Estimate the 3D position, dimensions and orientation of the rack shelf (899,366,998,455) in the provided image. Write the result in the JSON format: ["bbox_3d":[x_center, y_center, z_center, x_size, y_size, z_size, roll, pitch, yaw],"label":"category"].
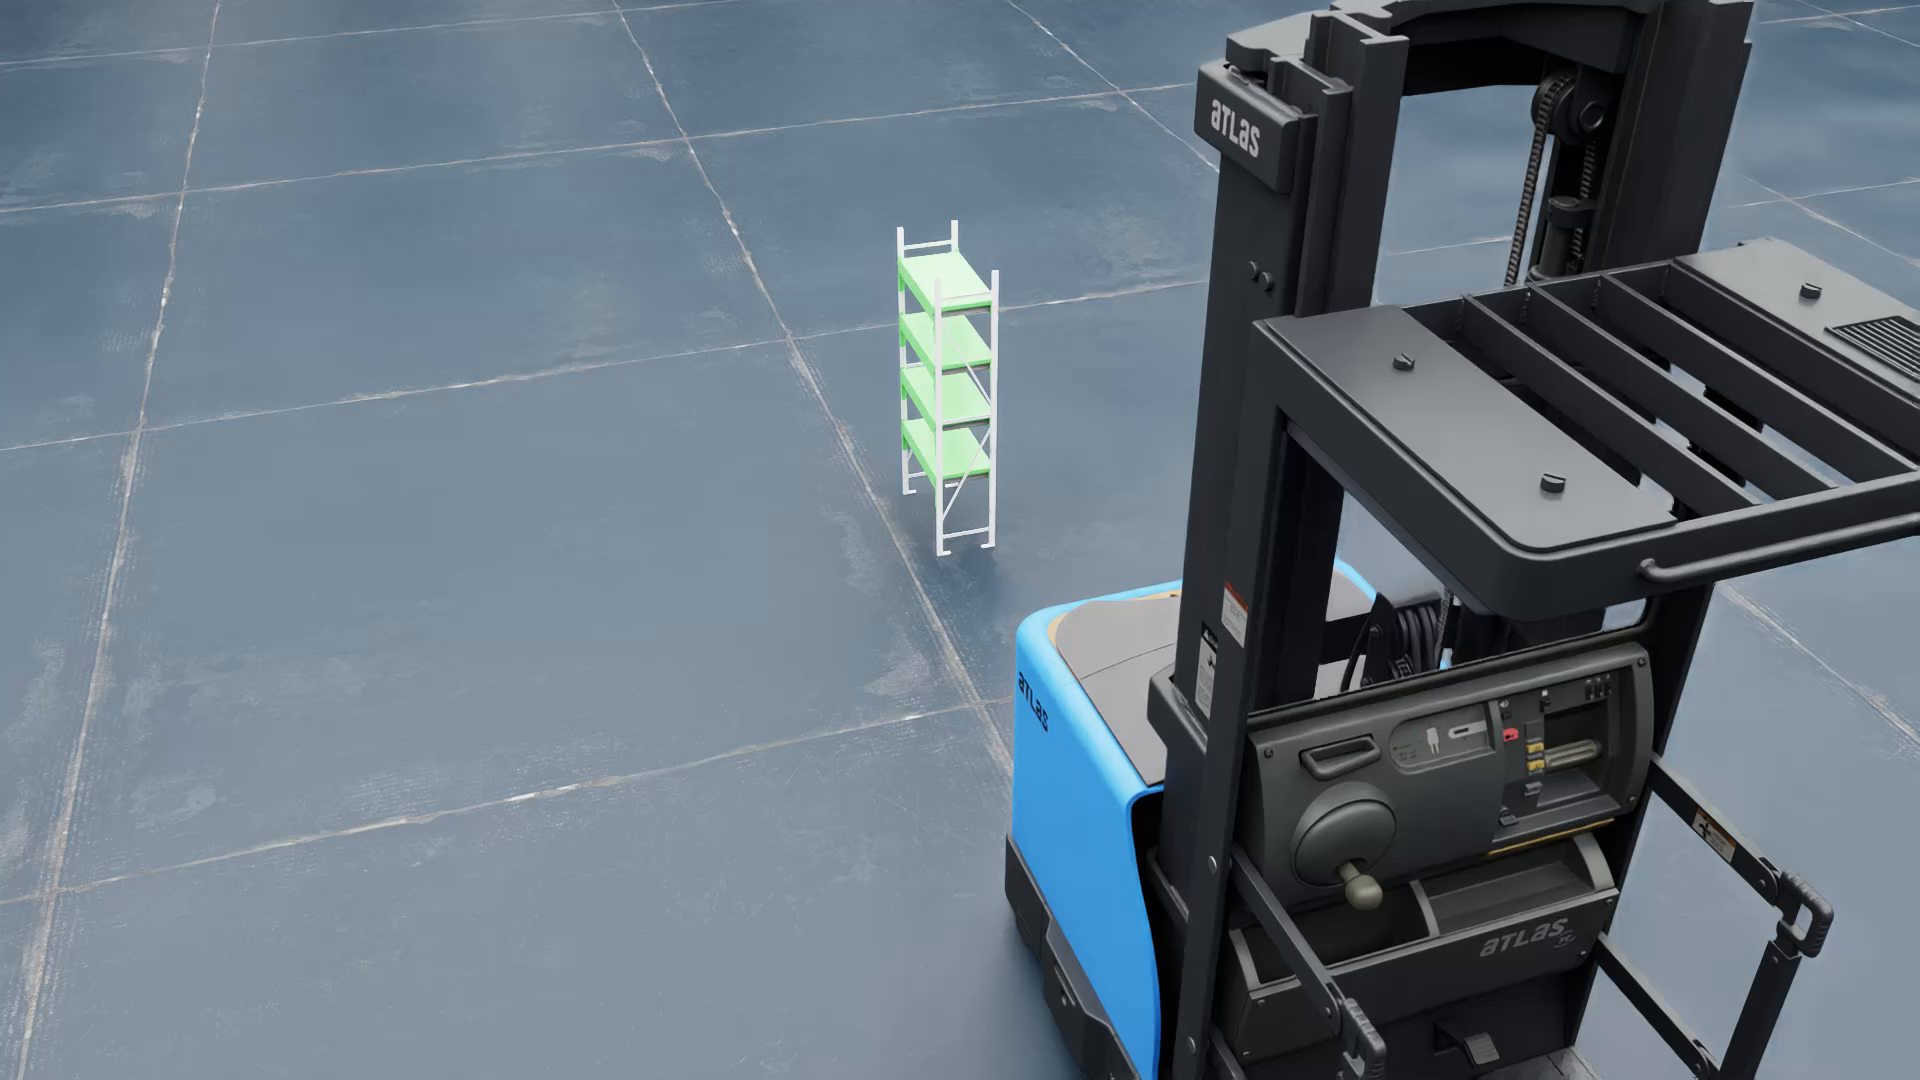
[{"bbox_3d":[-0.050,-0.534,6.586,0.258,0.148,0.480,-10,35,-15],"label":"rack shelf"}]

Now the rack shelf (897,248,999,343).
[{"bbox_3d":[-0.050,-0.935,6.321,0.258,0.148,0.480,-10,35,-15],"label":"rack shelf"}]

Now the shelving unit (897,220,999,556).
[{"bbox_3d":[-0.050,-0.587,6.551,0.258,1.200,0.503,-10,35,-15],"label":"shelving unit"}]

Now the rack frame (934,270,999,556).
[{"bbox_3d":[0.024,-0.459,6.357,0.240,1.200,0.015,-10,35,-15],"label":"rack frame"}]

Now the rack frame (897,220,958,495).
[{"bbox_3d":[-0.125,-0.716,6.745,0.240,1.200,0.015,-10,35,-15],"label":"rack frame"}]

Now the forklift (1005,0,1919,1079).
[{"bbox_3d":[1.102,0.549,3.261,1.130,2.935,3.031,-11,35,-16],"label":"forklift"}]

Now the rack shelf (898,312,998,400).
[{"bbox_3d":[-0.050,-0.734,6.454,0.258,0.148,0.480,-10,35,-15],"label":"rack shelf"}]

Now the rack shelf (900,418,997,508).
[{"bbox_3d":[-0.050,-0.334,6.718,0.258,0.148,0.480,-10,35,-15],"label":"rack shelf"}]
